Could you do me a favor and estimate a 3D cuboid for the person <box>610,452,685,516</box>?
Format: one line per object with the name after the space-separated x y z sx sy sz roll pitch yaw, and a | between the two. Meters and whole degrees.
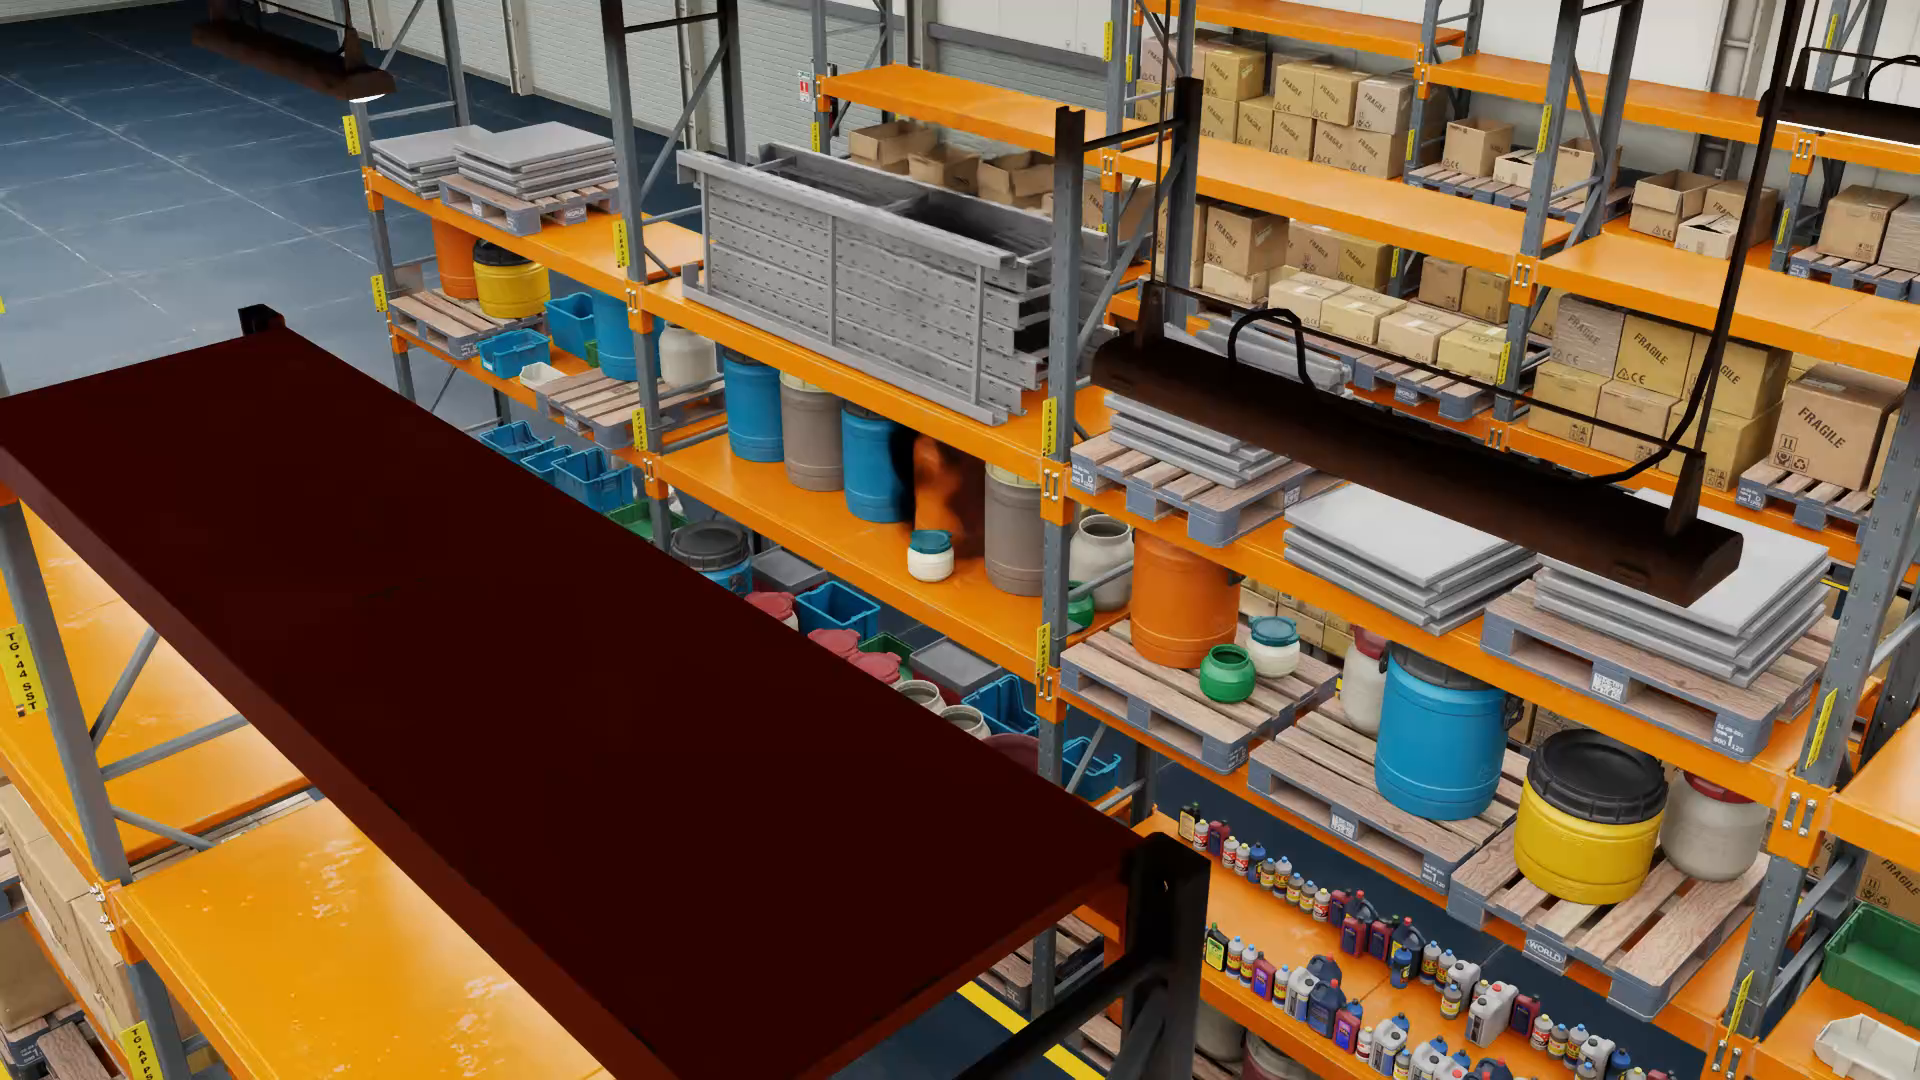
-3.309 -0.894 16.656 0.851 1.791 0.668 17 33 29 | person
